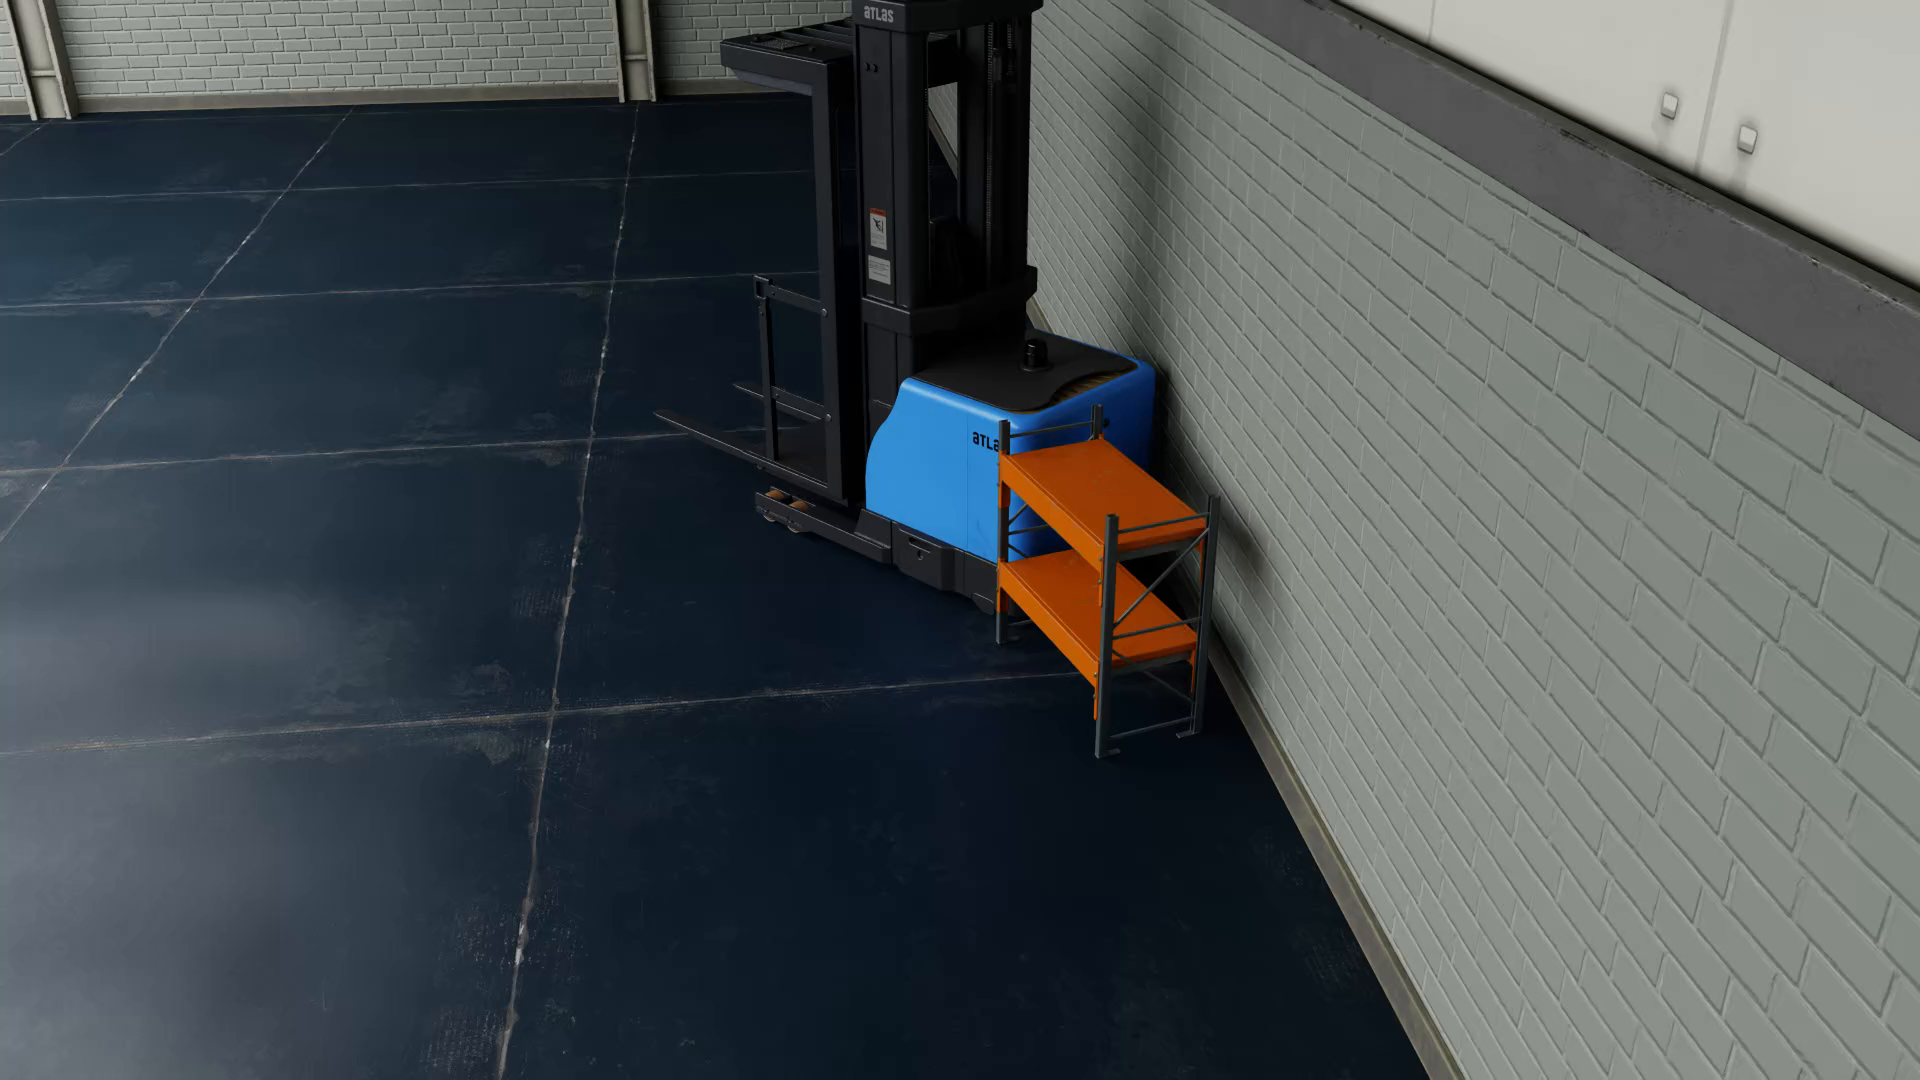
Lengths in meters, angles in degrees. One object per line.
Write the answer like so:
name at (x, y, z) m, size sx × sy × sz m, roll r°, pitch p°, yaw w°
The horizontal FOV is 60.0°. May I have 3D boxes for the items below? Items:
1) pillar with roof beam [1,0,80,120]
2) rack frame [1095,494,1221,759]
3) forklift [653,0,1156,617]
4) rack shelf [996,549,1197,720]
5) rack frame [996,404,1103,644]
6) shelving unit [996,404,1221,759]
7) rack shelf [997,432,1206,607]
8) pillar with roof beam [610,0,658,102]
pillar with roof beam at (-8.845, -6.490, 11.540) m, size 0.400 × 9.000 × 9.100 m, roll -4°, pitch 27°, yaw -7°
rack frame at (0.803, 0.365, 6.806) m, size 0.500 × 1.125 × 0.032 m, roll -11°, pitch 29°, yaw -20°
forklift at (-0.458, -1.497, 8.458) m, size 3.031 × 2.935 × 1.130 m, roll 23°, pitch 35°, yaw 37°
rack shelf at (0.605, 0.369, 7.334) m, size 0.538 × 0.278 × 1.000 m, roll -11°, pitch 29°, yaw -20°
rack frame at (0.406, -0.062, 7.639) m, size 0.500 × 1.125 × 0.032 m, roll -11°, pitch 29°, yaw -20°
shelving unit at (0.605, 0.152, 7.222) m, size 0.538 × 1.125 × 1.048 m, roll -11°, pitch 29°, yaw -20°
rack shelf at (0.605, -0.109, 7.089) m, size 0.538 × 0.278 × 1.000 m, roll -11°, pitch 29°, yaw -20°
pillar with roof beam at (-2.903, -6.871, 12.284) m, size 0.400 × 9.000 × 9.100 m, roll -4°, pitch 27°, yaw -7°
